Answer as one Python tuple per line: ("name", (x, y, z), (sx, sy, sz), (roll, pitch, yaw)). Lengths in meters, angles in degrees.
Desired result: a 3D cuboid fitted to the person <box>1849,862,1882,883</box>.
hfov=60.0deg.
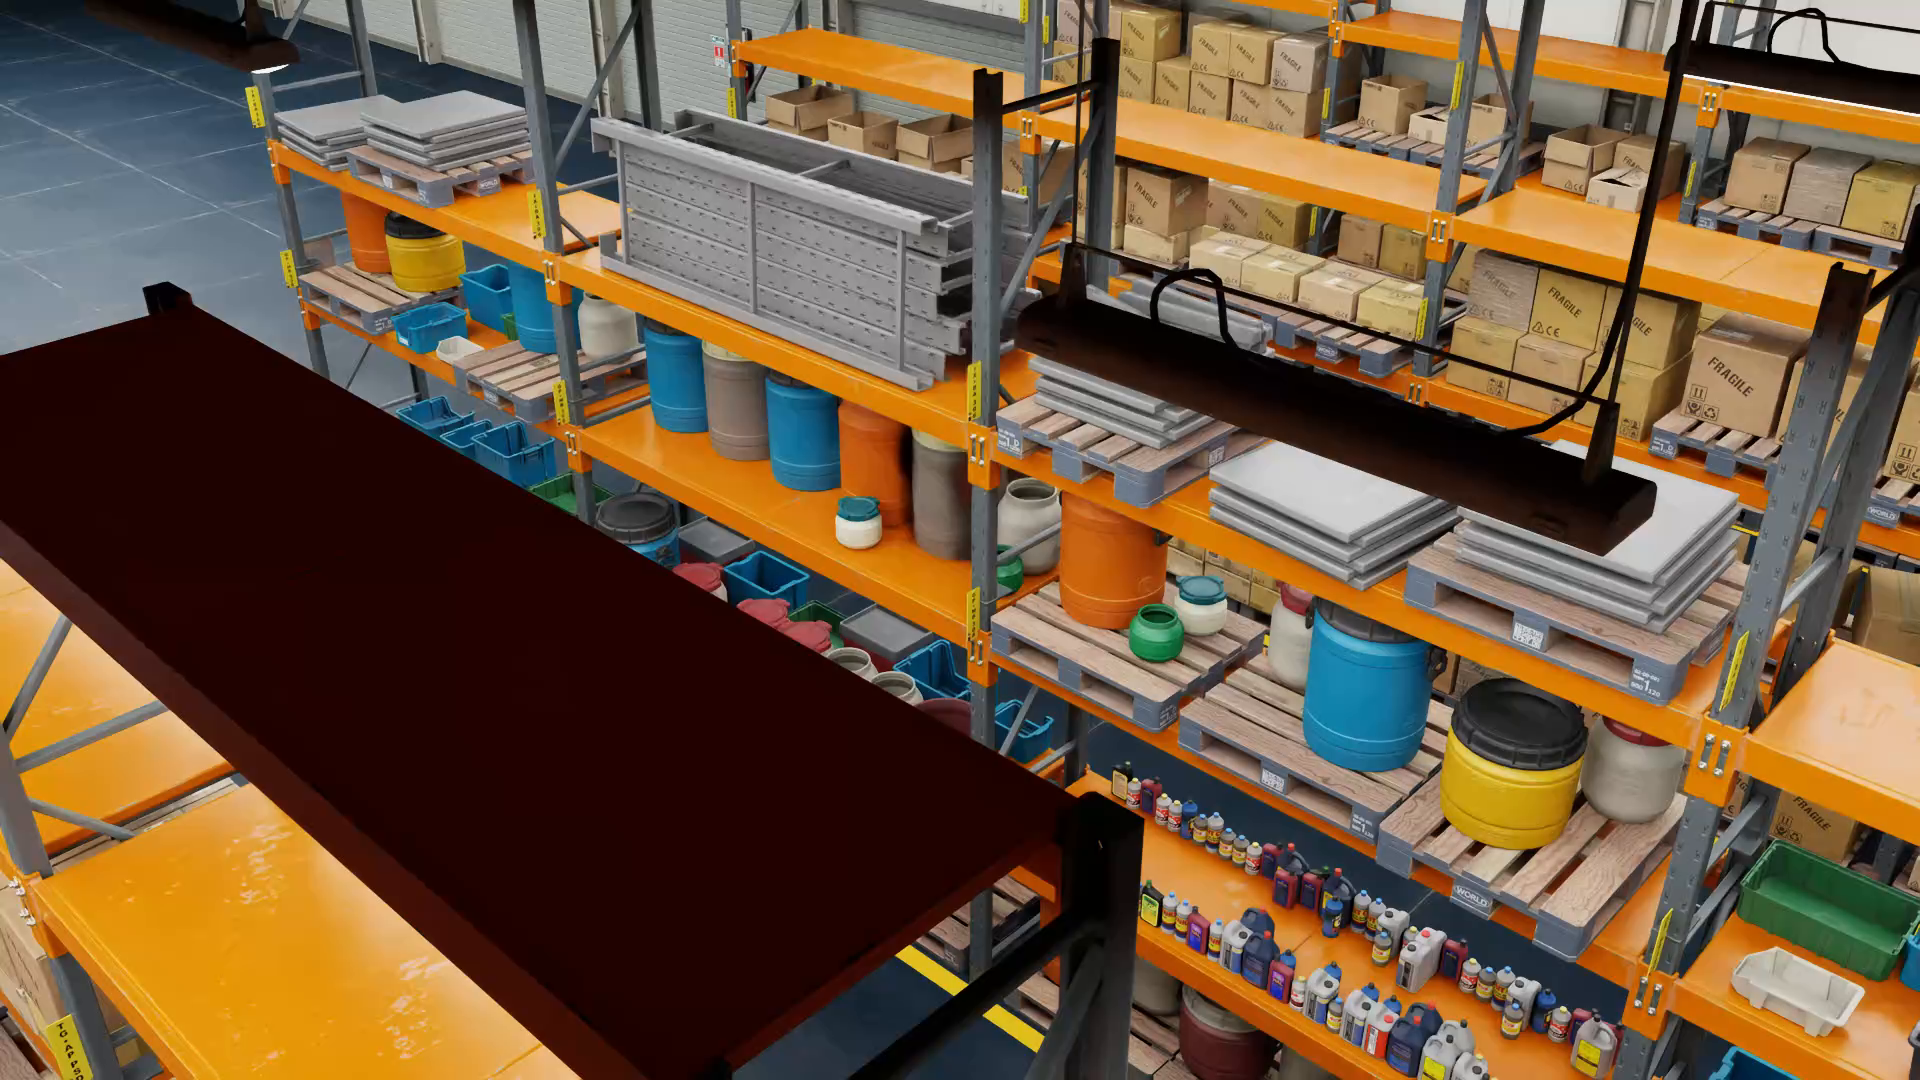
("person", (5.251, 2.603, 9.923), (0.549, 1.702, 0.409), (10, 31, 16))
